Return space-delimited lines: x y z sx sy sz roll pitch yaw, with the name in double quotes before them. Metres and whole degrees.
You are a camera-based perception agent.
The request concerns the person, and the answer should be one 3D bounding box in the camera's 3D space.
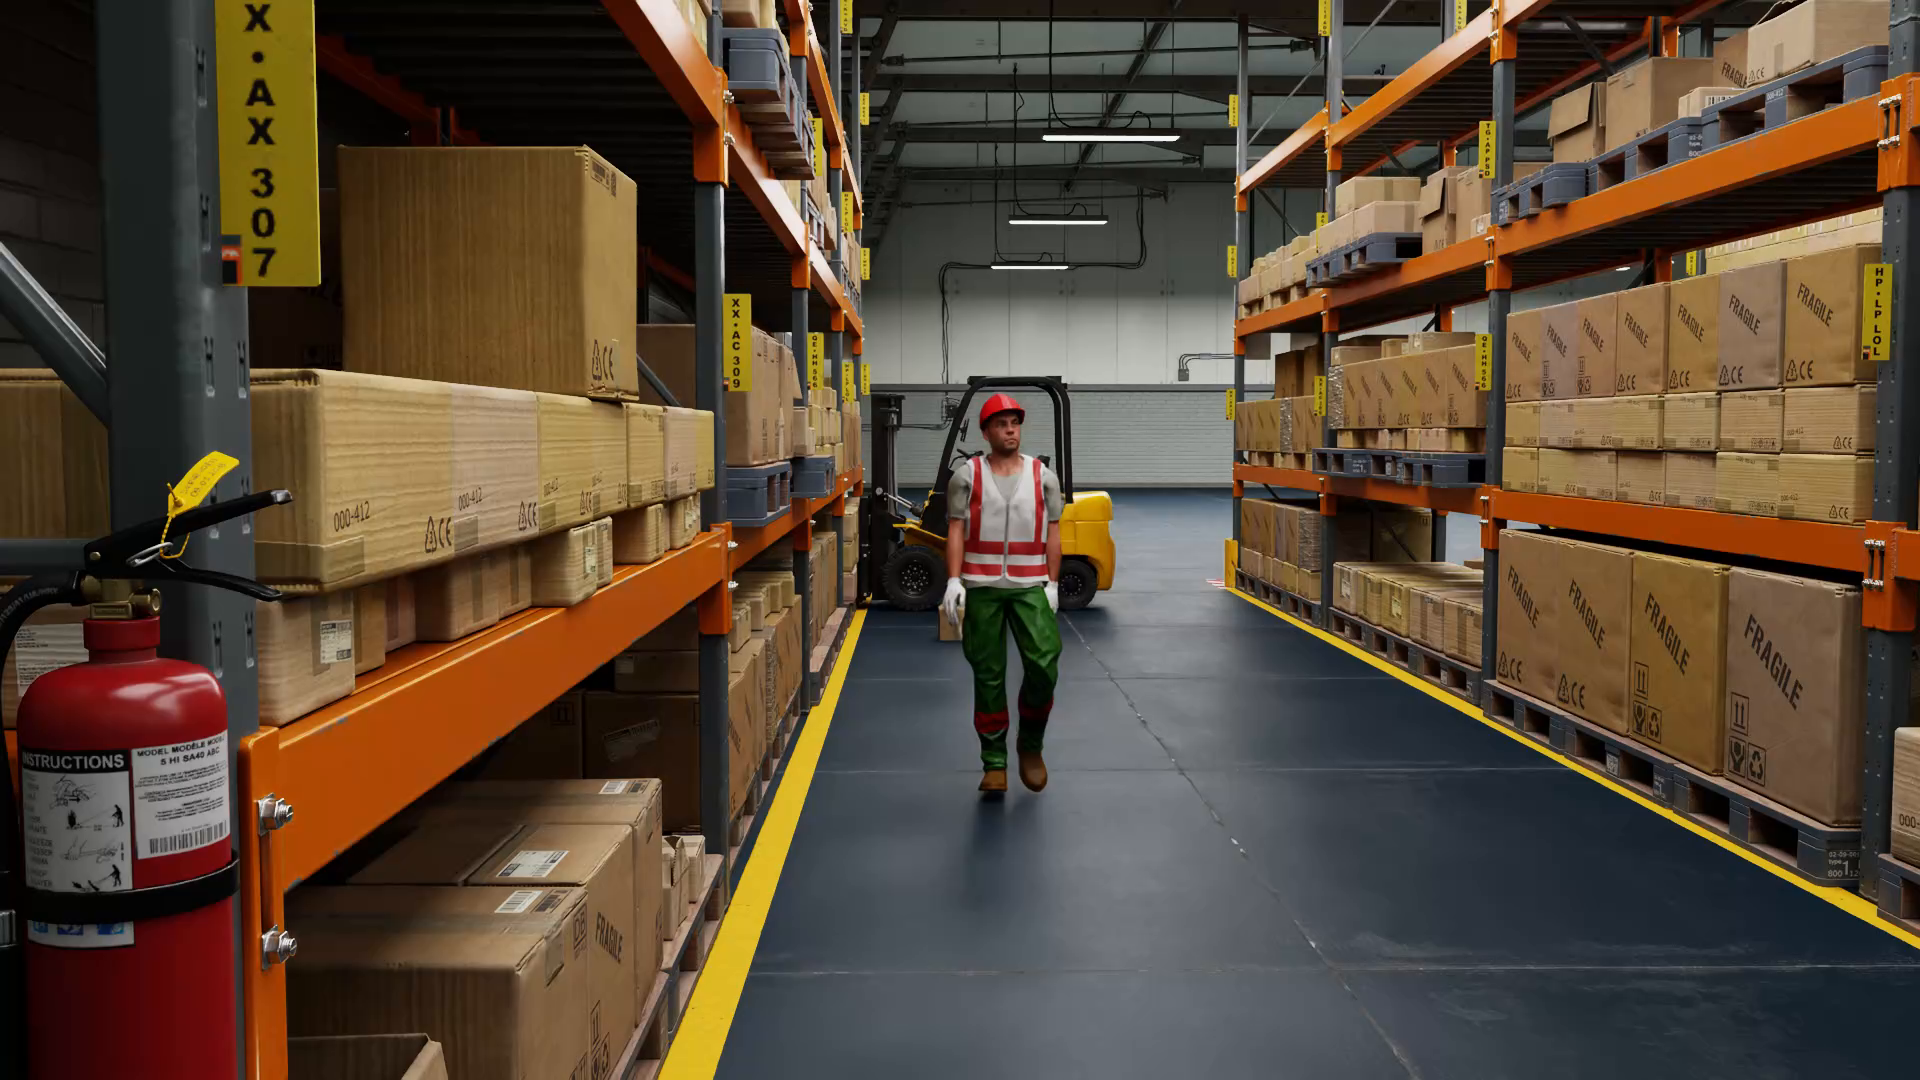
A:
"person" 0.195 0.240 7.456 0.544 1.793 0.476 0 4 -1
